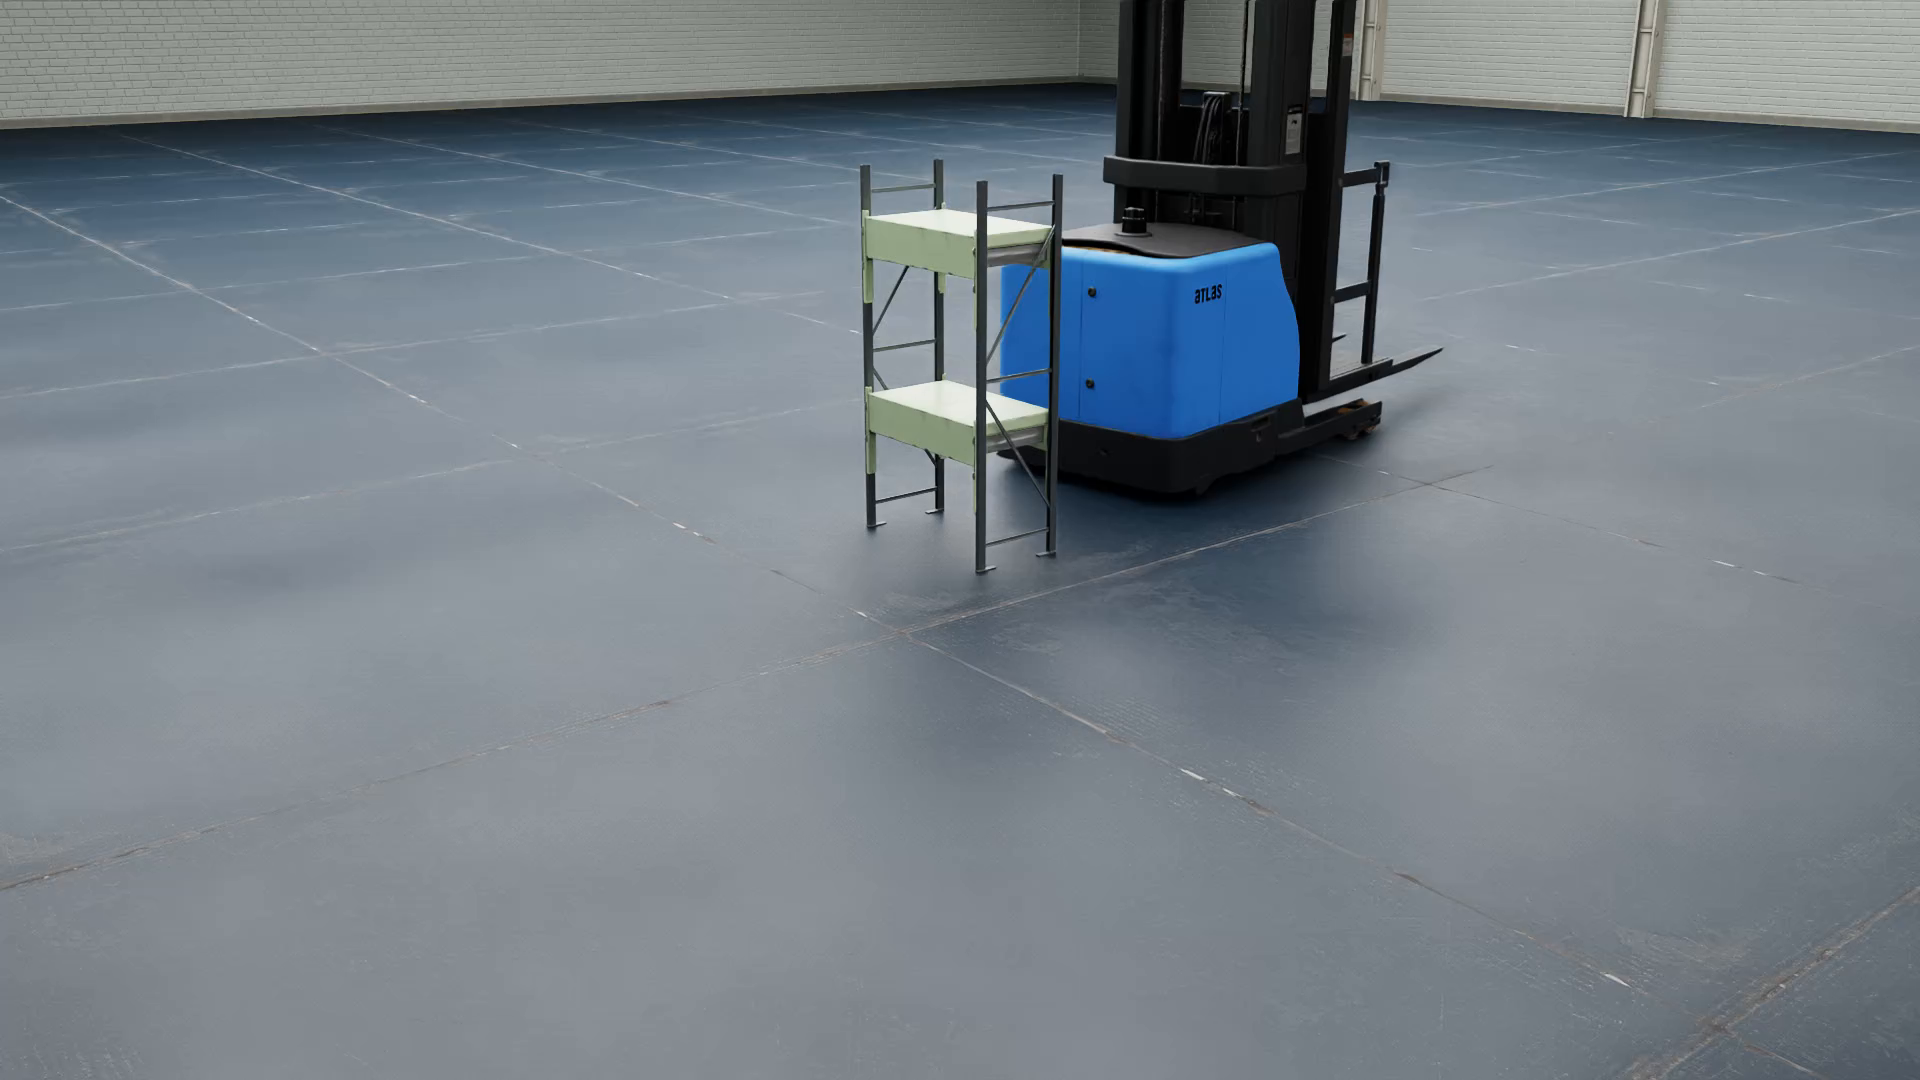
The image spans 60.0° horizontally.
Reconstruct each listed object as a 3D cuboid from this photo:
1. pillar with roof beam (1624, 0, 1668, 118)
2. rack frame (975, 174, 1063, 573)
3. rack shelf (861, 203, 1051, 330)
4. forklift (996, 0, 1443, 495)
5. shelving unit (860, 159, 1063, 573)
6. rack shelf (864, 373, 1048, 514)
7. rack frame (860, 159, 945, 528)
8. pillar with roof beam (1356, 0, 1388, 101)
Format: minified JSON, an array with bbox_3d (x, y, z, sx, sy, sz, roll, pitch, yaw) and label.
[{"bbox_3d":[8.716,-10.973,25.686,9.100,9.000,0.400,-14,23,-36],"label":"pillar with roof beam"},{"bbox_3d":[0.223,-0.623,6.359,0.400,1.500,0.023,-14,23,-36],"label":"rack frame"},{"bbox_3d":[-0.004,-1.084,6.509,0.431,0.370,0.720,-14,23,-36],"label":"rack shelf"},{"bbox_3d":[1.512,-1.983,8.188,1.130,2.935,3.031,15,24,38],"label":"forklift"},{"bbox_3d":[-0.004,-0.714,6.632,0.431,1.500,0.755,-14,23,-36],"label":"shelving unit"},{"bbox_3d":[-0.004,-0.404,6.734,0.431,0.370,0.720,-14,23,-36],"label":"rack shelf"},{"bbox_3d":[-0.231,-0.804,6.904,0.400,1.500,0.023,-14,23,-36],"label":"rack frame"},{"bbox_3d":[4.991,-12.452,30.151,9.100,9.000,0.400,-14,23,-36],"label":"pillar with roof beam"}]
